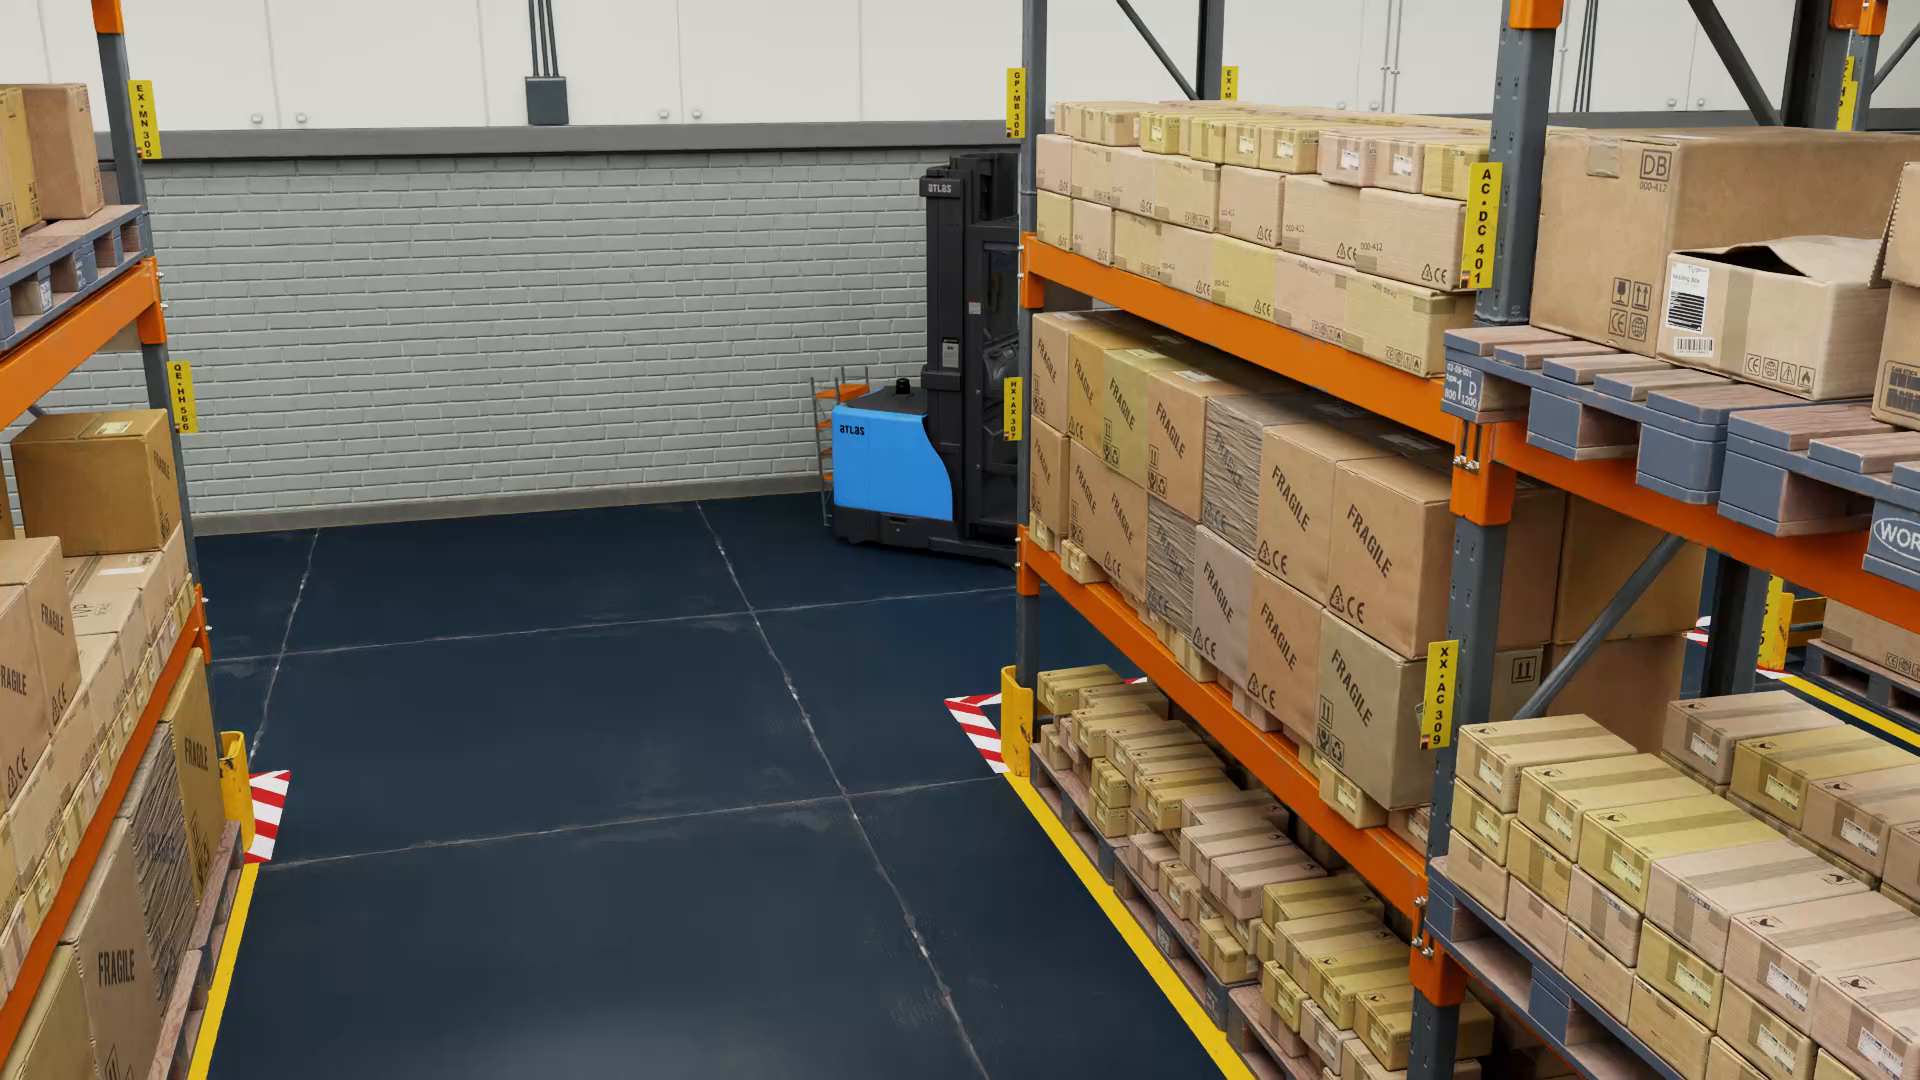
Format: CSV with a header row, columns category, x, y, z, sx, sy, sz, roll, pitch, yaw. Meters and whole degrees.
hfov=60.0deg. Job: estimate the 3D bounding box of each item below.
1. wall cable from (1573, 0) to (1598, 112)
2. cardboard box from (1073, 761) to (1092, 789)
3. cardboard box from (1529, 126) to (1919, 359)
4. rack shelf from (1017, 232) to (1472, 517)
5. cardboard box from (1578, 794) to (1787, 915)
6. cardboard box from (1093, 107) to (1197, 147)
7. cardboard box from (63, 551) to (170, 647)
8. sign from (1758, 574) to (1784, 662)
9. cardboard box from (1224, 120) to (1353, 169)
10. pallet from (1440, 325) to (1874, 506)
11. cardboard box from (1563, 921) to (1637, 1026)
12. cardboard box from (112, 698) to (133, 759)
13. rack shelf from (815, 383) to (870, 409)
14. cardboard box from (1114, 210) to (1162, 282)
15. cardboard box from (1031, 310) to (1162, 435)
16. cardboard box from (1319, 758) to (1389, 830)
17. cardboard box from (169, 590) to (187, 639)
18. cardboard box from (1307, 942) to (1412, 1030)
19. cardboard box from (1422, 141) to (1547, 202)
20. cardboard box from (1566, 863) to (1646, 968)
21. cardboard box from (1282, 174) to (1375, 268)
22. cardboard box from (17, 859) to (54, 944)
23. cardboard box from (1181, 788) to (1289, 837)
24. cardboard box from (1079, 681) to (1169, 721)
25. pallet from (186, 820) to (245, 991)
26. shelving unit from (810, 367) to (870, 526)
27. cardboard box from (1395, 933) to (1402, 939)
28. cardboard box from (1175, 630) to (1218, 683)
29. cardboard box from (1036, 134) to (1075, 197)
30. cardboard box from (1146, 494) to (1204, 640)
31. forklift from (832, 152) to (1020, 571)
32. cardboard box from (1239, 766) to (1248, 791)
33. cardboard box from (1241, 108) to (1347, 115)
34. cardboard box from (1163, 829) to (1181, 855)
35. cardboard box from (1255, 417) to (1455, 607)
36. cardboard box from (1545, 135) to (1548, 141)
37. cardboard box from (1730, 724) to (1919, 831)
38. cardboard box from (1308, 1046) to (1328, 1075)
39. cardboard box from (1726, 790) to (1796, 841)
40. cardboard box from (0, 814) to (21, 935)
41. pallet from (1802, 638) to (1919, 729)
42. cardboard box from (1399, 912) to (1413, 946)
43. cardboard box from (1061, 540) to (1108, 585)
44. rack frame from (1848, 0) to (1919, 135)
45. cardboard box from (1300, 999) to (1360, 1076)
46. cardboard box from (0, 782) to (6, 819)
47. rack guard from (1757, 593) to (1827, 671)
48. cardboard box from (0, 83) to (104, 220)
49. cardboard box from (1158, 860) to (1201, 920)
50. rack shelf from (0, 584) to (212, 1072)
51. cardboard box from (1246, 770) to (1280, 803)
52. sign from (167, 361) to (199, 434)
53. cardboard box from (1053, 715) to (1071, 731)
category,x,y,z,sx,sy,sz,roll,pitch,yaw
wall cable,7.105,-5.423,15.299,2.988,3.039,0.133,-5,17,-15
cardboard box,0.781,1.107,8.277,0.380,0.149,0.250,-5,17,-15
cardboard box,1.892,-0.759,4.146,0.700,0.500,0.500,-5,17,-15
rack shelf,1.344,-0.832,6.544,1.077,0.370,4.000,-5,17,-15
cardboard box,1.710,0.741,3.945,0.380,0.149,0.250,-5,17,-15
cardboard box,0.788,-1.761,7.084,0.380,0.149,0.250,-4,17,-14
cardboard box,-3.475,0.254,6.637,0.500,0.250,0.500,-5,17,-16
sign,2.426,0.214,5.013,0.100,0.325,0.005,-5,17,-15
cardboard box,1.165,-1.402,5.892,0.380,0.149,0.250,-5,17,-16
pallet,1.961,-0.354,4.029,1.213,0.211,1.003,-5,17,-15
cardboard box,1.706,1.023,4.037,0.380,0.149,0.250,-5,17,-15
cardboard box,-3.168,0.687,5.889,0.380,0.149,0.250,-4,17,-14
rack shelf,-0.943,-1.134,13.246,0.258,0.148,0.480,3,16,26
cardboard box,0.966,-1.226,6.866,0.500,0.250,0.500,-5,18,-17
cardboard box,0.662,-0.817,8.030,0.500,0.500,0.500,-5,17,-16
cardboard box,1.414,0.810,5.477,0.380,0.149,0.250,-5,17,-17
cardboard box,-3.515,0.336,7.058,0.380,0.149,0.250,-5,17,-15
cardboard box,1.437,1.547,5.779,0.380,0.149,0.250,-4,17,-15
cardboard box,1.544,-1.047,4.707,0.380,0.149,0.250,-6,18,-18
cardboard box,1.704,0.878,4.004,0.380,0.149,0.250,-4,17,-14
cardboard box,1.390,-1.043,5.389,0.500,0.250,0.500,-5,18,-18
cardboard box,-2.810,1.044,4.699,0.380,0.149,0.250,-4,17,-13
cardboard box,1.153,1.182,6.993,0.380,0.149,0.250,-5,17,-15
cardboard box,0.803,0.825,8.184,0.380,0.149,0.250,-4,17,-14
pallet,-3.707,1.622,7.187,1.003,0.211,1.213,-5,17,-15
shelving unit,-0.915,-0.755,13.346,0.258,1.200,0.503,3,16,26
cardboard box,1.773,1.507,6.429,0.380,0.149,0.250,-6,18,-18
cardboard box,1.091,0.446,6.689,0.380,0.149,0.250,-4,17,-14
cardboard box,0.668,-1.753,7.750,0.500,0.250,0.500,-4,17,-14
cardboard box,1.092,0.086,6.762,0.500,0.500,0.500,-5,17,-17
forklift,0.569,-1.326,12.272,3.031,2.935,1.130,8,18,24
cardboard box,1.513,1.138,7.658,0.380,0.149,0.250,-4,17,-14
cardboard box,1.401,-1.733,6.993,0.380,0.149,0.250,-5,17,-17
cardboard box,1.110,1.252,7.279,0.380,0.149,0.250,-4,17,-12
cardboard box,1.357,-0.107,5.666,0.500,0.500,0.500,-5,18,-17
cardboard box,2.004,-1.159,5.082,0.380,0.149,0.250,-5,18,-18
cardboard box,2.266,0.617,4.355,0.380,0.149,0.250,-5,17,-17
cardboard box,1.467,1.817,5.913,0.380,0.149,0.250,-4,17,-14
cardboard box,2.266,0.757,4.407,0.380,0.149,0.250,-5,17,-15
cardboard box,-2.780,0.956,4.298,0.500,0.250,0.500,-5,17,-16
pallet,5.821,0.838,9.795,1.003,0.211,1.213,-5,17,-15
cardboard box,1.862,1.434,6.156,0.380,0.149,0.250,-5,17,-16
cardboard box,0.700,0.088,7.880,0.380,0.149,0.250,-5,17,-17
rack frame,5.526,-3.586,9.247,1.000,3.000,0.127,-5,17,-15
cardboard box,1.415,1.699,5.790,0.380,0.149,0.250,-6,18,-18
cardboard box,-2.789,0.595,4.197,0.500,0.500,0.500,-5,17,-15
rack guard,5.519,0.478,10.492,1.175,0.500,0.348,-5,17,-15
cardboard box,-3.808,-1.523,6.516,0.700,0.500,0.500,-6,18,-19
cardboard box,1.068,1.468,7.076,0.380,0.149,0.250,-5,17,-15
rack shelf,-3.453,0.969,5.763,1.077,0.370,4.000,-5,17,-15
cardboard box,1.494,1.076,7.346,0.380,0.149,0.250,-5,18,-17
sign,-3.477,-0.636,7.431,0.100,0.325,0.005,-5,17,-15
cardboard box,0.691,0.894,8.471,0.380,0.149,0.250,-4,17,-13
